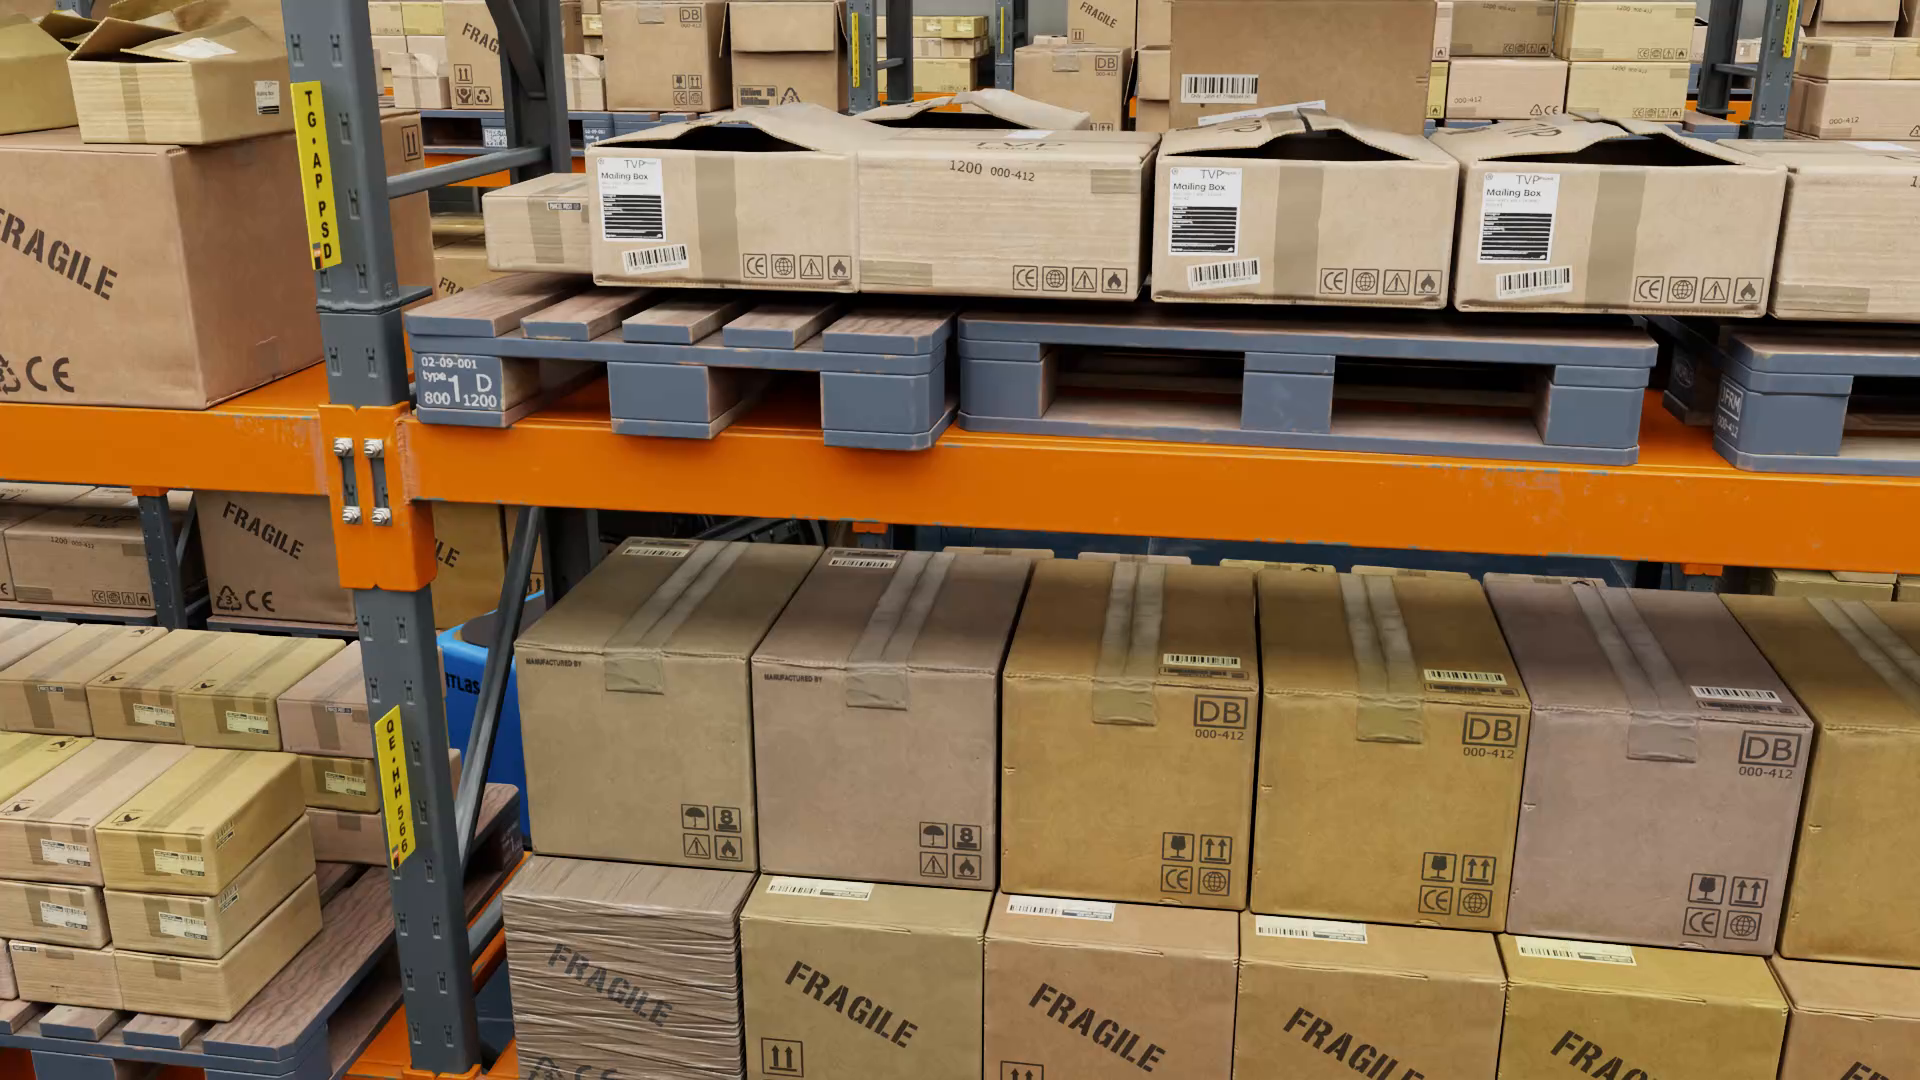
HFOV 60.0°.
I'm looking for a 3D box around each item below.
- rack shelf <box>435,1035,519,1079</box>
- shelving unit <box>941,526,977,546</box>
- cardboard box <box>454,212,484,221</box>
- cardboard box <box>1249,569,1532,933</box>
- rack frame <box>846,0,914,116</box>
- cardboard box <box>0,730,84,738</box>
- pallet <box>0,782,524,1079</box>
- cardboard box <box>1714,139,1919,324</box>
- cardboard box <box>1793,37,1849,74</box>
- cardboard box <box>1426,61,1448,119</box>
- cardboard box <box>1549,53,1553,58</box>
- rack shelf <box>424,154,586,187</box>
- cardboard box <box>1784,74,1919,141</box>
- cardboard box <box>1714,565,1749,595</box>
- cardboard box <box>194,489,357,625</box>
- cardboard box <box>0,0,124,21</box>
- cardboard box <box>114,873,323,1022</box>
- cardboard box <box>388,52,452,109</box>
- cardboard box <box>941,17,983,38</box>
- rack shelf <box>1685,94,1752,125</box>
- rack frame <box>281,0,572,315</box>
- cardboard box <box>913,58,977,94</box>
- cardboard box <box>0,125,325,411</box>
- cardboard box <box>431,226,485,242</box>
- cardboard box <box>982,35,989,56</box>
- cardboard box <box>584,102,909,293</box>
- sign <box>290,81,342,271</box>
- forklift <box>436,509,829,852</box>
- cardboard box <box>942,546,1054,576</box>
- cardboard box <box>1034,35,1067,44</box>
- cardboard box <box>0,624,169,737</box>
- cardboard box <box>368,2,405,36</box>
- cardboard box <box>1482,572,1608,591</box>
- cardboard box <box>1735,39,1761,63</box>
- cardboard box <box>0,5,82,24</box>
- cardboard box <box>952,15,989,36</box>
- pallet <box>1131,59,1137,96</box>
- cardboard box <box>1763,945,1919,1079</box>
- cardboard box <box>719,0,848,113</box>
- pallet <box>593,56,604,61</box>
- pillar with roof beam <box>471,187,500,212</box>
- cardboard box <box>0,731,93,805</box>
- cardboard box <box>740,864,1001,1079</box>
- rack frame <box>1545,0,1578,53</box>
[{"bbox_3d":[0.908,1.285,3.869,4.000,0.370,1.077,3,19,9],"label":"rack shelf"},{"bbox_3d":[-0.008,-0.427,11.162,0.210,0.900,0.258,3,19,9],"label":"shelving unit"},{"bbox_3d":[-3.993,-2.649,14.259,0.500,0.250,0.500,3,19,8],"label":"cardboard box"},{"bbox_3d":[0.886,0.423,3.578,0.500,0.500,0.700,3,19,8],"label":"cardboard box"},{"bbox_3d":[-0.382,-3.558,7.754,0.127,3.000,1.000,3,19,9],"label":"rack frame"},{"bbox_3d":[-2.294,0.497,4.356,0.250,0.149,0.380,3,19,9],"label":"cardboard box"},{"bbox_3d":[-1.787,0.932,4.094,1.003,0.211,1.213,3,19,9],"label":"pallet"},{"bbox_3d":[1.628,-0.547,2.899,0.500,0.250,0.500,3,19,8],"label":"cardboard box"},{"bbox_3d":[3.915,-2.245,7.698,0.250,0.149,0.380,3,19,10],"label":"cardboard box"},{"bbox_3d":[1.966,-2.099,7.696,0.500,0.250,0.500,3,19,9],"label":"cardboard box"},{"bbox_3d":[3.054,-2.217,8.048,0.500,0.250,0.500,2,19,7],"label":"cardboard box"},{"bbox_3d":[-2.356,-1.895,8.645,4.000,0.370,1.077,3,19,9],"label":"rack shelf"},{"bbox_3d":[3.959,-1.896,7.282,0.500,0.250,0.500,3,19,7],"label":"cardboard box"},{"bbox_3d":[4.195,0.184,8.517,0.500,0.500,0.500,3,19,8],"label":"cardboard box"},{"bbox_3d":[-3.706,-0.099,9.559,0.875,0.875,0.875,4,19,10],"label":"cardboard box"},{"bbox_3d":[-4.878,-2.726,9.018,0.500,0.500,0.500,3,19,10],"label":"cardboard box"},{"bbox_3d":[-1.627,0.882,3.673,0.250,0.149,0.380,3,19,10],"label":"cardboard box"},{"bbox_3d":[-2.582,-2.270,8.183,0.258,0.266,0.396,4,19,13],"label":"cardboard box"},{"bbox_3d":[0.016,-3.874,12.566,0.250,0.149,0.380,4,19,10],"label":"cardboard box"},{"bbox_3d":[6.326,-3.047,12.089,4.000,0.370,1.077,3,19,9],"label":"rack shelf"},{"bbox_3d":[-1.067,-2.002,3.104,0.127,3.000,1.000,3,19,9],"label":"rack frame"},{"bbox_3d":[-0.143,-3.569,12.752,0.500,0.250,0.500,2,19,7],"label":"cardboard box"},{"bbox_3d":[-1.671,-0.576,3.412,0.500,0.500,0.500,3,19,9],"label":"cardboard box"},{"bbox_3d":[-2.841,-1.436,9.135,0.500,0.500,0.500,3,19,10],"label":"cardboard box"},{"bbox_3d":[0.079,-3.902,13.117,0.250,0.149,0.380,3,19,9],"label":"cardboard box"},{"bbox_3d":[-0.387,-0.678,3.196,0.500,0.311,0.500,3,19,9],"label":"cardboard box"},{"bbox_3d":[-1.155,-0.655,2.990,0.005,0.325,0.100,3,19,9],"label":"sign"},{"bbox_3d":[-0.639,0.125,6.310,3.031,2.935,1.130,11,21,29],"label":"forklift"},{"bbox_3d":[0.175,0.366,8.962,0.625,0.372,0.950,2,19,5],"label":"cardboard box"},{"bbox_3d":[0.698,-3.713,12.496,0.250,0.166,0.380,3,19,9],"label":"cardboard box"},{"bbox_3d":[-2.261,0.357,4.305,0.250,0.149,0.380,2,19,6],"label":"cardboard box"},{"bbox_3d":[-4.586,-4.171,13.295,0.500,0.250,0.500,3,19,8],"label":"cardboard box"},{"bbox_3d":[3.050,0.510,8.531,0.625,0.372,0.950,3,19,9],"label":"cardboard box"},{"bbox_3d":[5.505,-3.460,11.766,0.250,0.149,0.380,3,19,10],"label":"cardboard box"},{"bbox_3d":[-2.190,-1.123,3.840,0.258,0.266,0.396,3,19,9],"label":"cardboard box"},{"bbox_3d":[0.082,-4.055,13.105,0.250,0.149,0.380,2,19,7],"label":"cardboard box"},{"bbox_3d":[1.086,-3.595,12.889,1.003,0.211,1.213,4,19,11],"label":"pallet"},{"bbox_3d":[1.826,1.029,3.342,0.500,0.500,0.500,3,19,8],"label":"cardboard box"},{"bbox_3d":[-0.778,-2.355,8.062,0.637,0.503,0.797,2,19,5],"label":"cardboard box"},{"bbox_3d":[-2.915,-3.748,13.346,1.003,0.211,1.213,3,19,9],"label":"pallet"},{"bbox_3d":[-4.775,-4.283,9.921,0.400,9.000,9.100,3,19,9],"label":"pillar with roof beam"},{"bbox_3d":[-2.130,0.574,3.658,0.250,0.149,0.380,4,19,10],"label":"cardboard box"},{"bbox_3d":[-0.164,0.928,3.646,0.500,0.500,0.500,3,19,8],"label":"cardboard box"},{"bbox_3d":[4.351,-4.912,11.800,0.127,3.000,1.000,3,19,9],"label":"rack frame"}]
